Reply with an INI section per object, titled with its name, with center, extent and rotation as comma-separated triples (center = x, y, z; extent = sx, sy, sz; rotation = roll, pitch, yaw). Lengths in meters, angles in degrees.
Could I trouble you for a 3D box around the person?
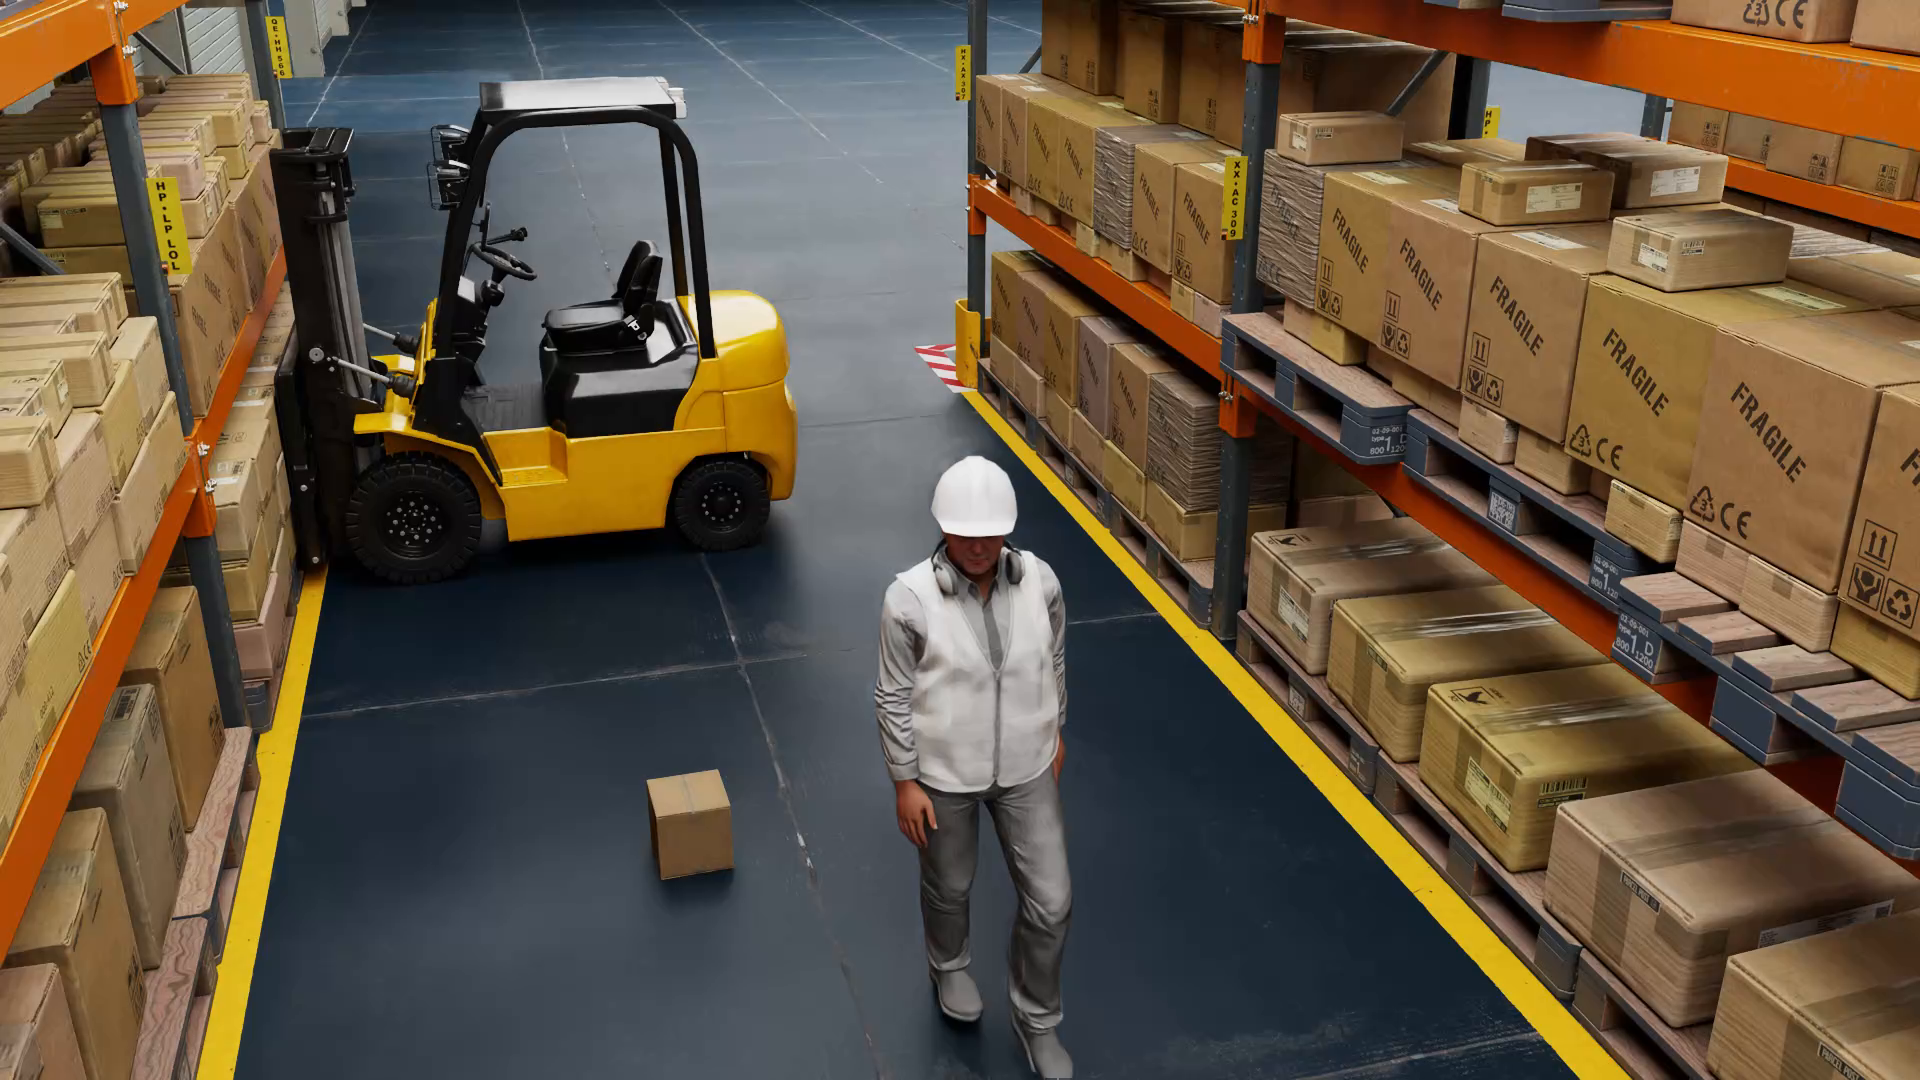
[person]
center = 0.055, 0.648, 4.571
extent = 0.578, 1.841, 0.606
rotation = -6, 24, -14
